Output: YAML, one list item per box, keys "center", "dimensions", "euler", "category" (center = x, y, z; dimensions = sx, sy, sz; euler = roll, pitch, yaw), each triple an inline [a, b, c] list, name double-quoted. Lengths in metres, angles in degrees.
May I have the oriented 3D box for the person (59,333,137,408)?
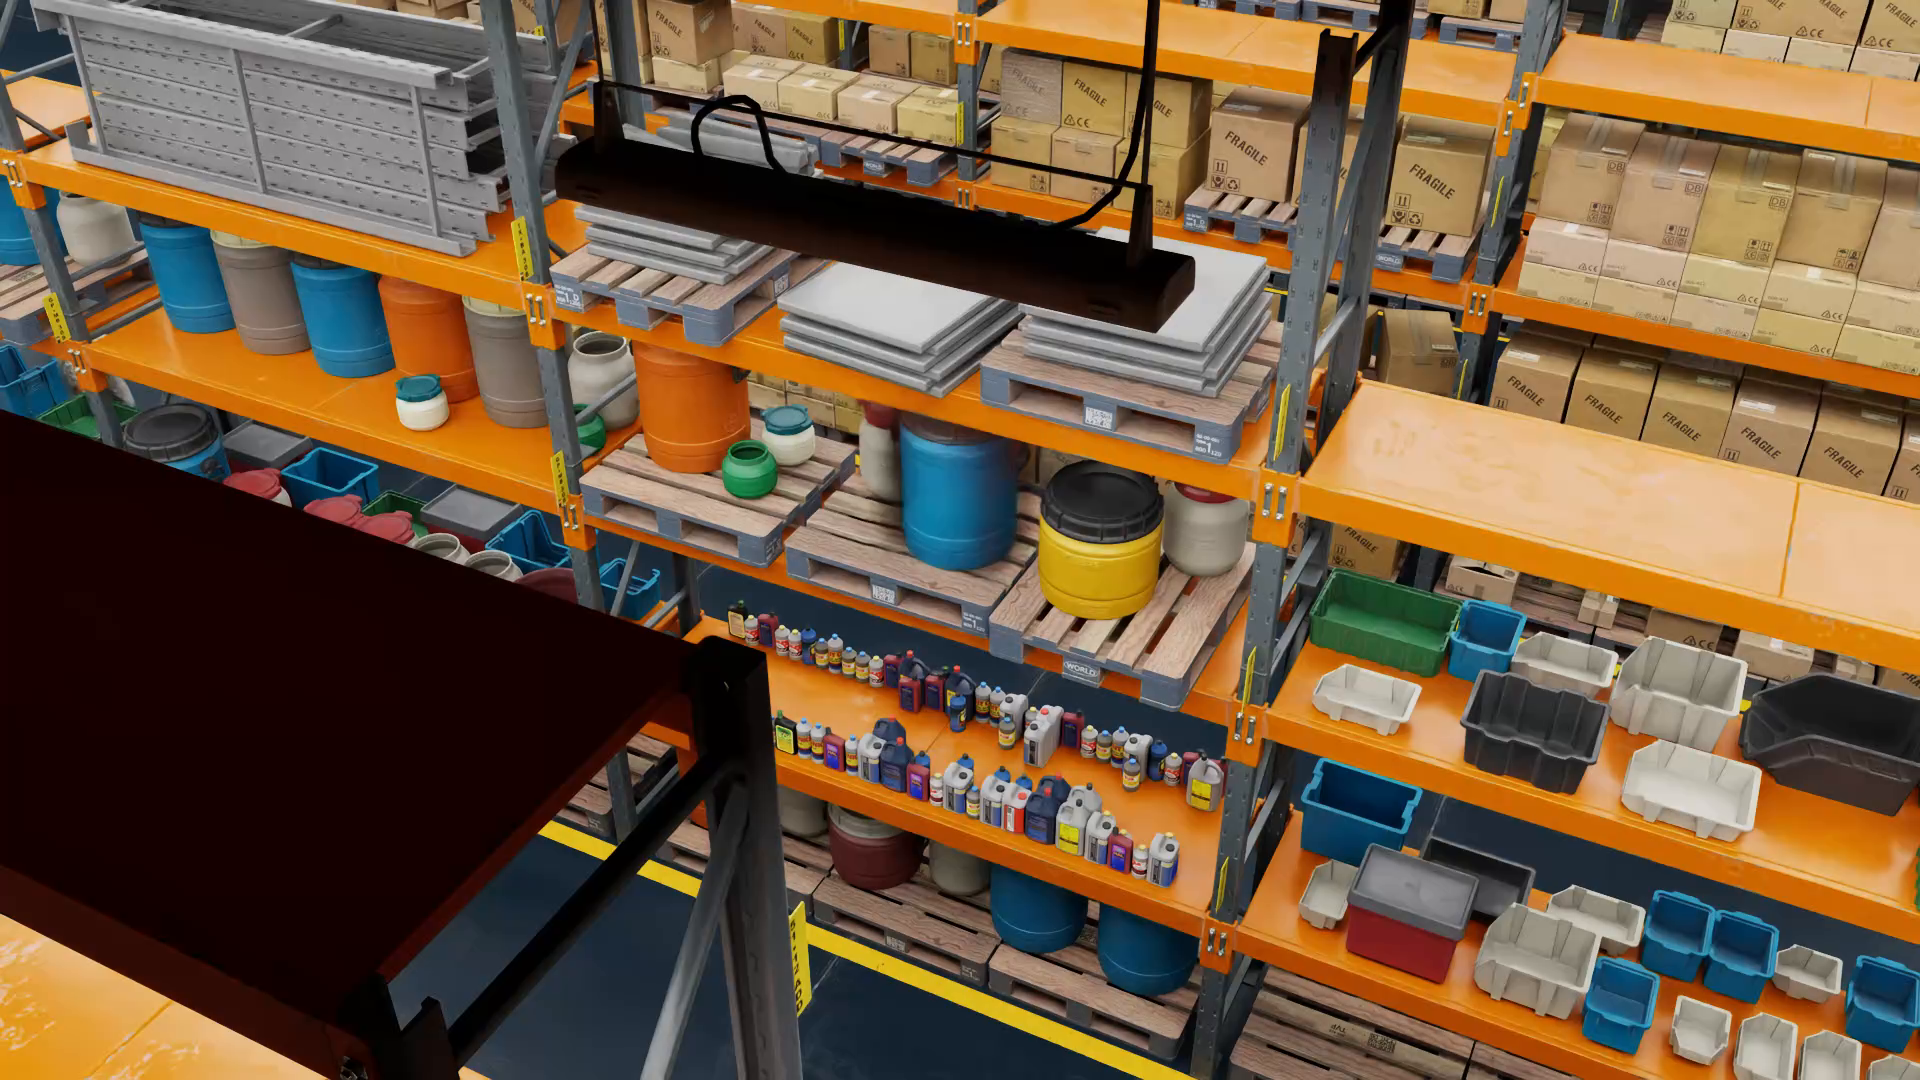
- center: [-7.546, -1.437, 14.430]
  dimensions: [0.613, 1.821, 0.566]
  euler: [11, 37, 16]
  category: "person"
